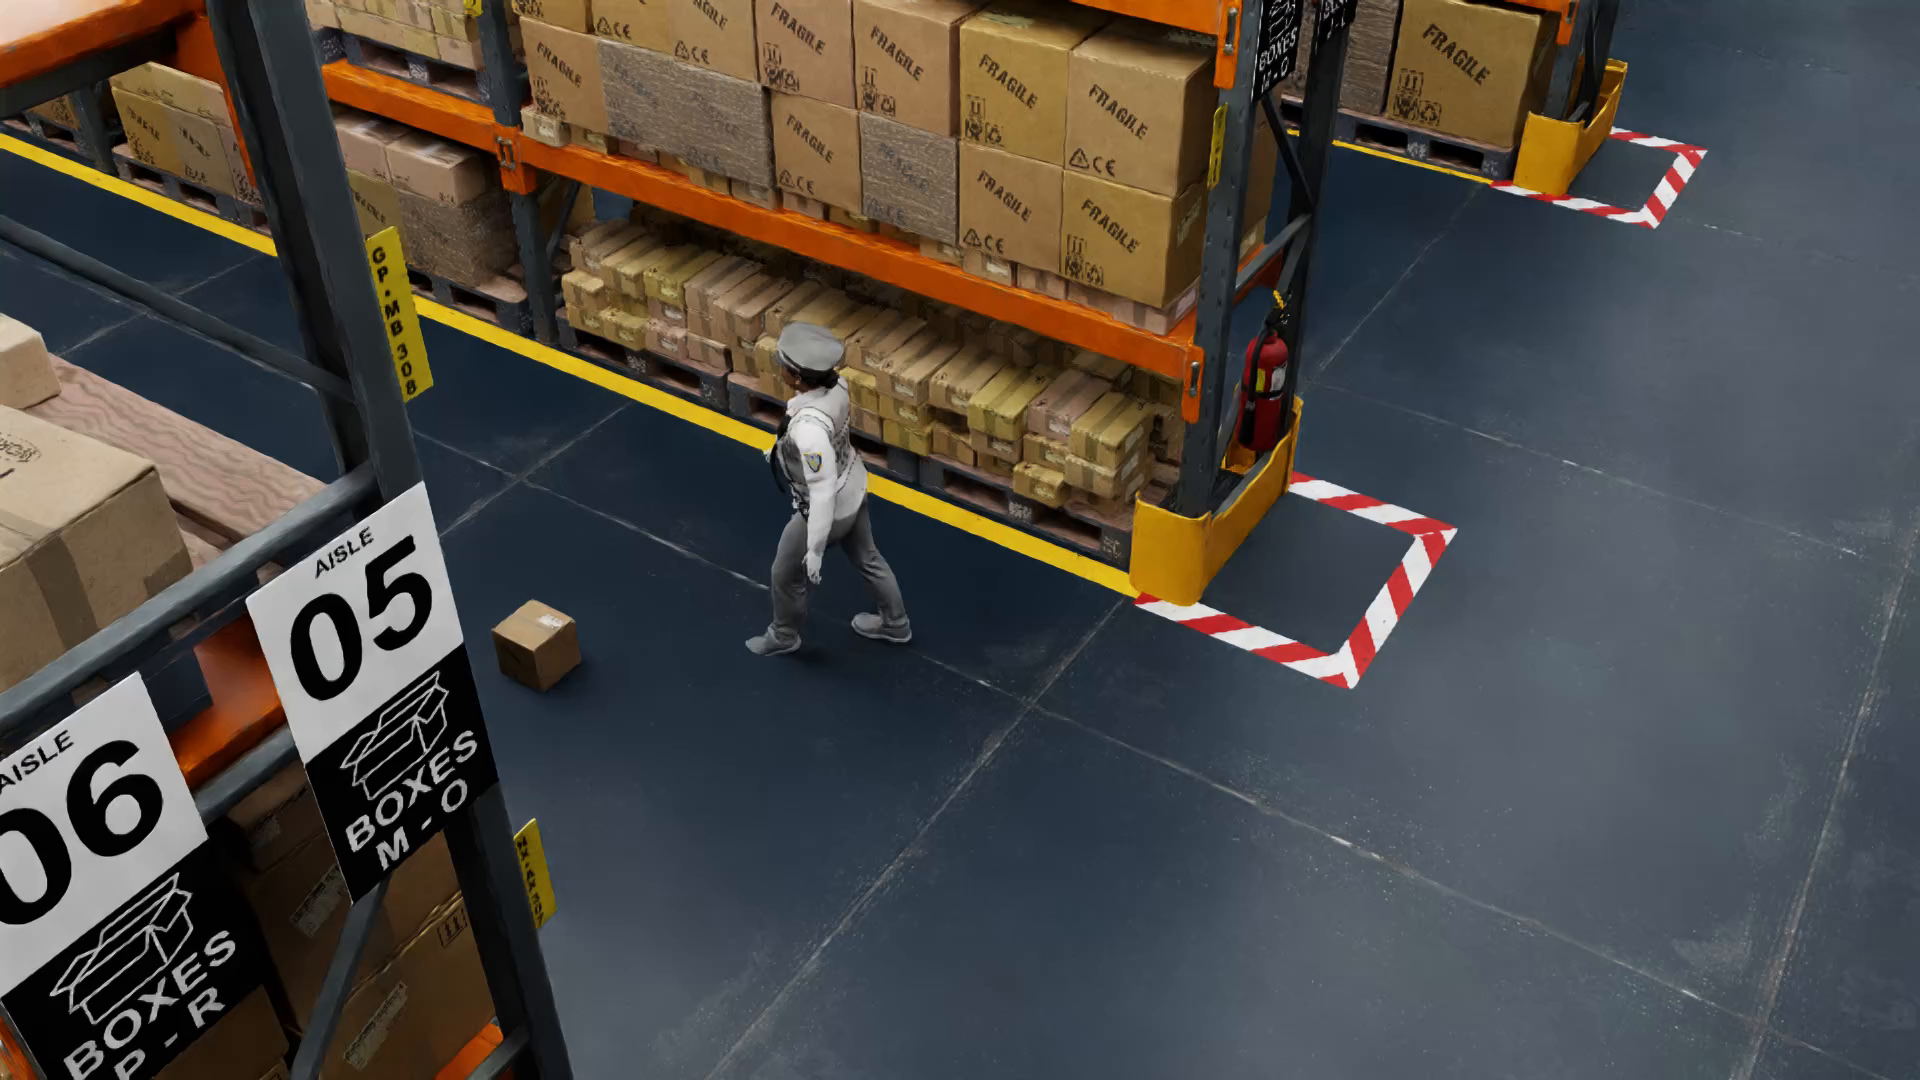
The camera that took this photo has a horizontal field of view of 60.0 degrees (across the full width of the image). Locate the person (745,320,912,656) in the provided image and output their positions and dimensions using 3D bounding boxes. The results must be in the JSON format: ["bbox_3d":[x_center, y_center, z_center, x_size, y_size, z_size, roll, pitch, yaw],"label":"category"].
[{"bbox_3d":[-0.606,-0.126,6.863,0.737,1.719,0.681,8,39,9],"label":"person"}]
